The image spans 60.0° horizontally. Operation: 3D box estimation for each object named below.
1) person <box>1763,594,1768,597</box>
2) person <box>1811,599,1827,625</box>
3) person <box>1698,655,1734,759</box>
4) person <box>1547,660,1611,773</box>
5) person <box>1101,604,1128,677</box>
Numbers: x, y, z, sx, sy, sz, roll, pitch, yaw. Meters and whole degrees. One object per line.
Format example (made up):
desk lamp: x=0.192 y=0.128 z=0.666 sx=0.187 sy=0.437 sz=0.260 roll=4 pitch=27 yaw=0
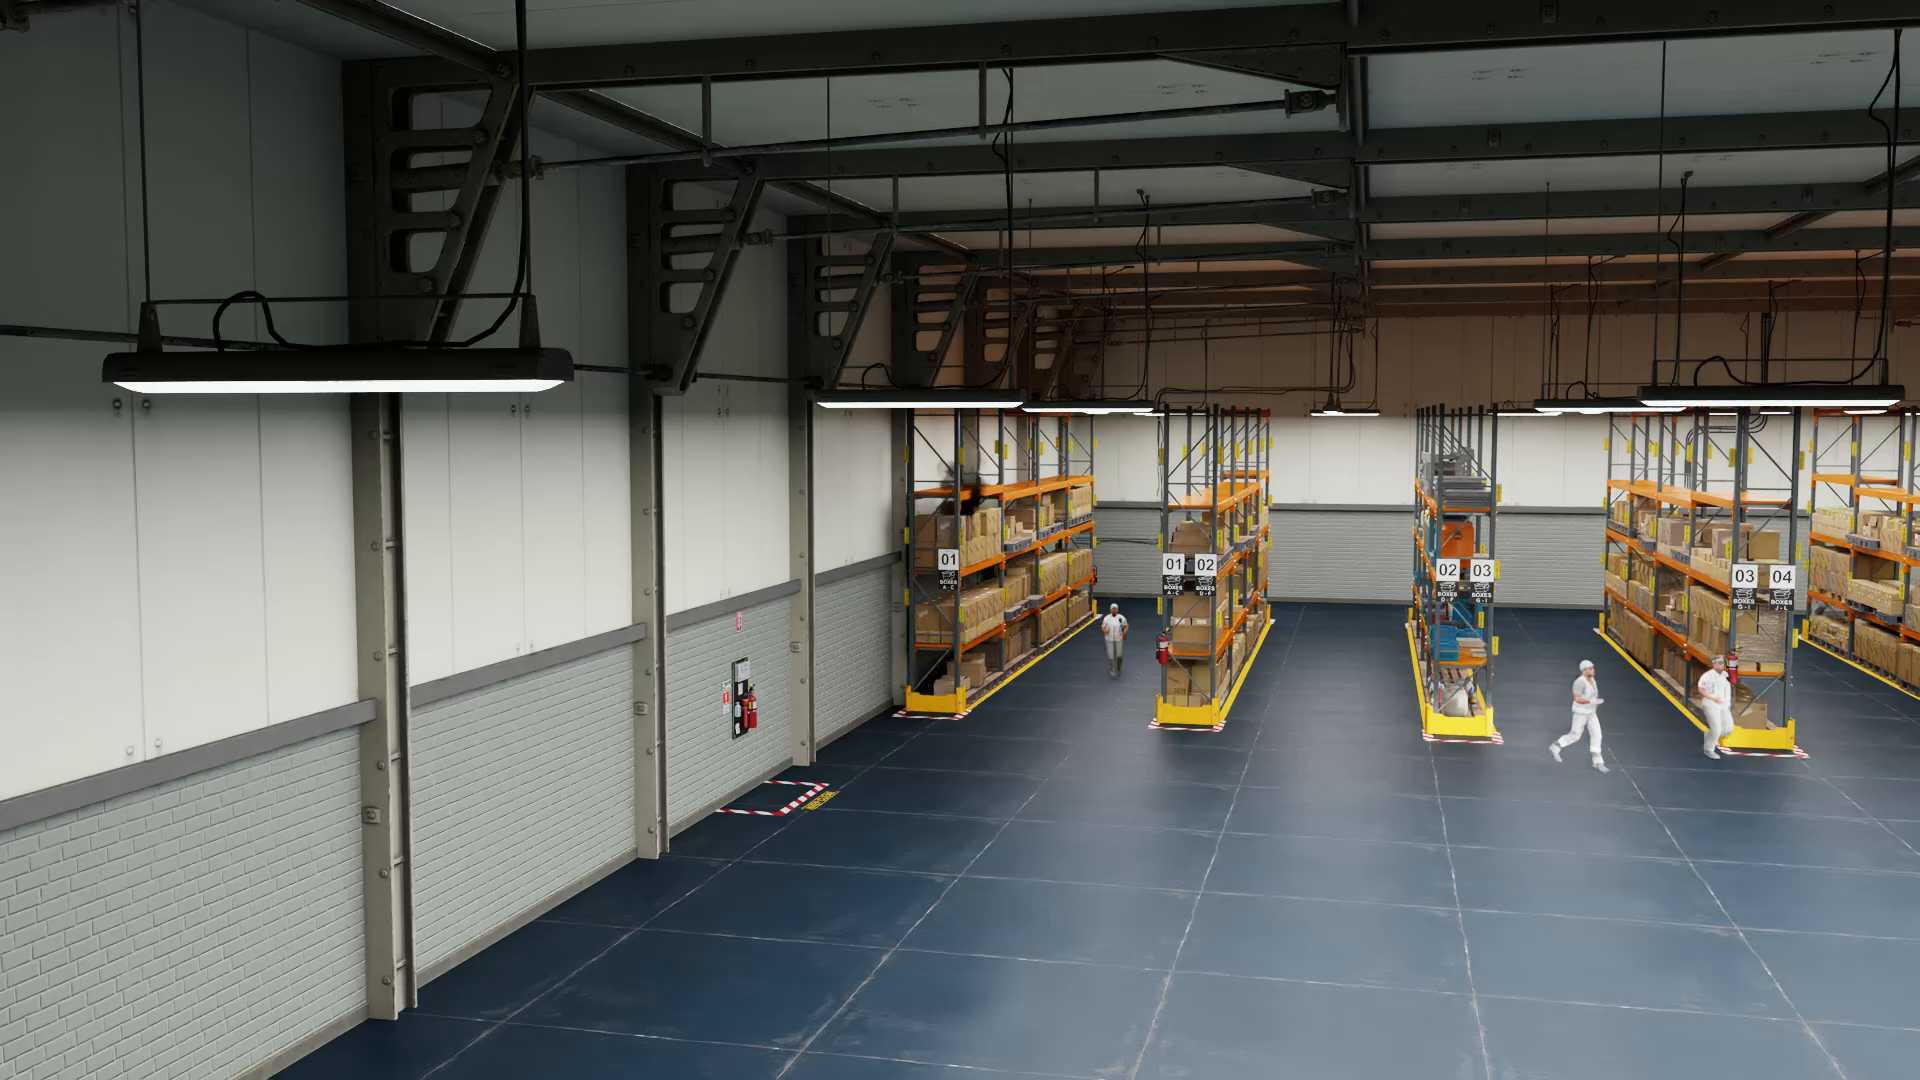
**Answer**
person: x=20.841 y=1.805 z=43.503 sx=0.582 sy=1.554 sz=0.698 roll=3 pitch=5 yaw=35
person: x=22.994 y=1.682 z=44.408 sx=0.757 sy=1.600 sz=0.774 roll=2 pitch=5 yaw=25
person: x=12.839 y=2.813 z=28.173 sx=0.675 sy=1.739 sz=0.566 roll=-1 pitch=4 yaw=-20
person: x=10.150 y=2.846 z=27.150 sx=0.671 sy=1.800 sz=1.002 roll=-3 pitch=5 yaw=-40
person: x=3.415 y=2.231 z=36.703 sx=0.591 sy=1.638 sz=0.576 roll=0 pitch=4 yaw=6
